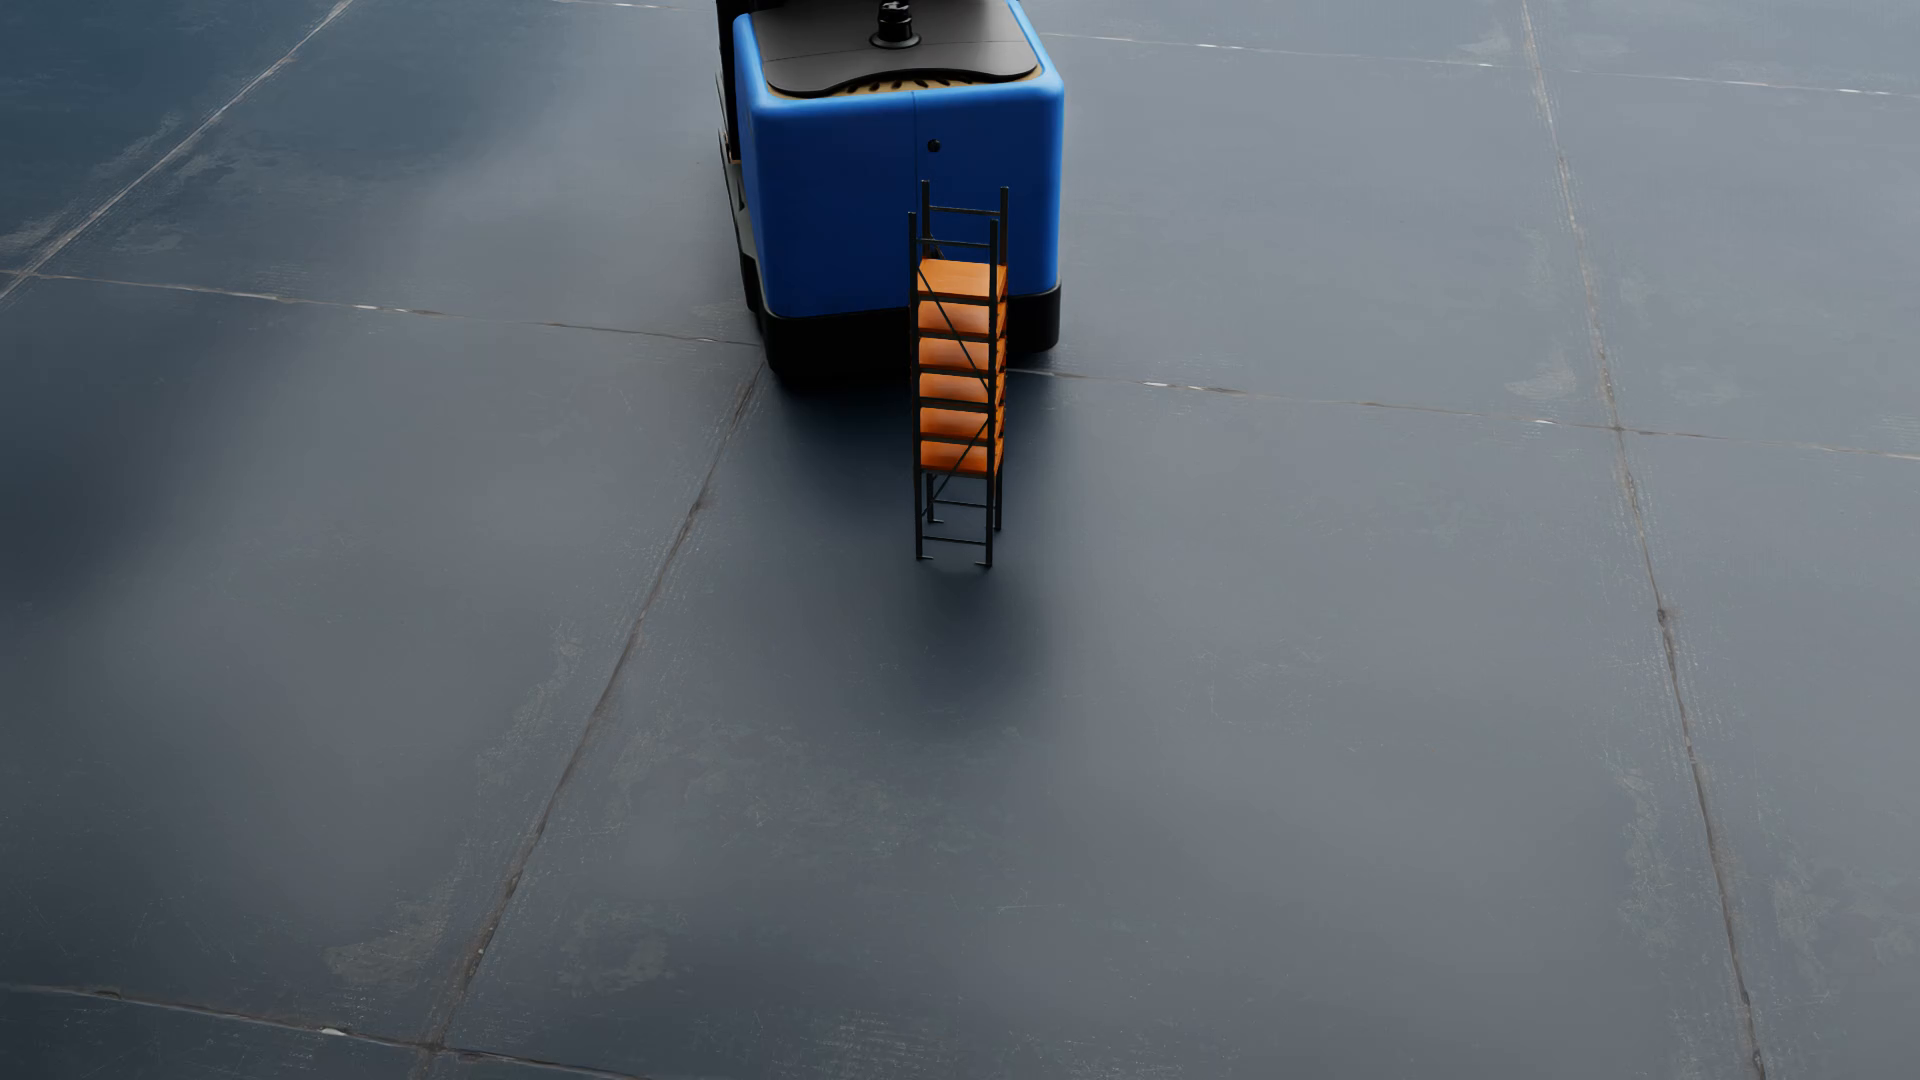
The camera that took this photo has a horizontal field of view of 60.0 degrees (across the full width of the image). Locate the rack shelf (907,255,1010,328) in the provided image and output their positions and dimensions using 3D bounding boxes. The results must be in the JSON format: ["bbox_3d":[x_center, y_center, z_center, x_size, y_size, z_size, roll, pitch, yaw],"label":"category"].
[{"bbox_3d":[-0.002,-0.697,4.656,0.258,0.103,0.180,6,40,8],"label":"rack shelf"}]

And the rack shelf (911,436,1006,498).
[{"bbox_3d":[-0.002,-0.234,5.038,0.258,0.103,0.180,6,40,8],"label":"rack shelf"}]

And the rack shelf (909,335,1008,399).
[{"bbox_3d":[-0.002,-0.512,4.809,0.258,0.103,0.180,6,40,8],"label":"rack shelf"}]

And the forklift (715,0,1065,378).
[{"bbox_3d":[-0.427,-2.638,6.141,1.130,2.935,3.031,-7,40,-8],"label":"forklift"}]

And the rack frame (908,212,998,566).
[{"bbox_3d":[-0.018,-0.396,4.787,0.240,1.200,0.006,6,40,8],"label":"rack frame"}]

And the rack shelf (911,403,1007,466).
[{"bbox_3d":[-0.002,-0.327,4.961,0.258,0.103,0.180,6,40,8],"label":"rack shelf"}]

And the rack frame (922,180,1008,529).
[{"bbox_3d":[0.013,-0.511,4.926,0.240,1.200,0.006,6,40,8],"label":"rack frame"}]

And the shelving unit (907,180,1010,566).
[{"bbox_3d":[-0.002,-0.453,4.857,0.258,1.200,0.189,6,40,8],"label":"shelving unit"}]

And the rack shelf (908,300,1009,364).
[{"bbox_3d":[-0.002,-0.604,4.732,0.258,0.103,0.180,6,40,8],"label":"rack shelf"}]

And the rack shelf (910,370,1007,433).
[{"bbox_3d":[-0.002,-0.419,4.885,0.258,0.103,0.180,6,40,8],"label":"rack shelf"}]
